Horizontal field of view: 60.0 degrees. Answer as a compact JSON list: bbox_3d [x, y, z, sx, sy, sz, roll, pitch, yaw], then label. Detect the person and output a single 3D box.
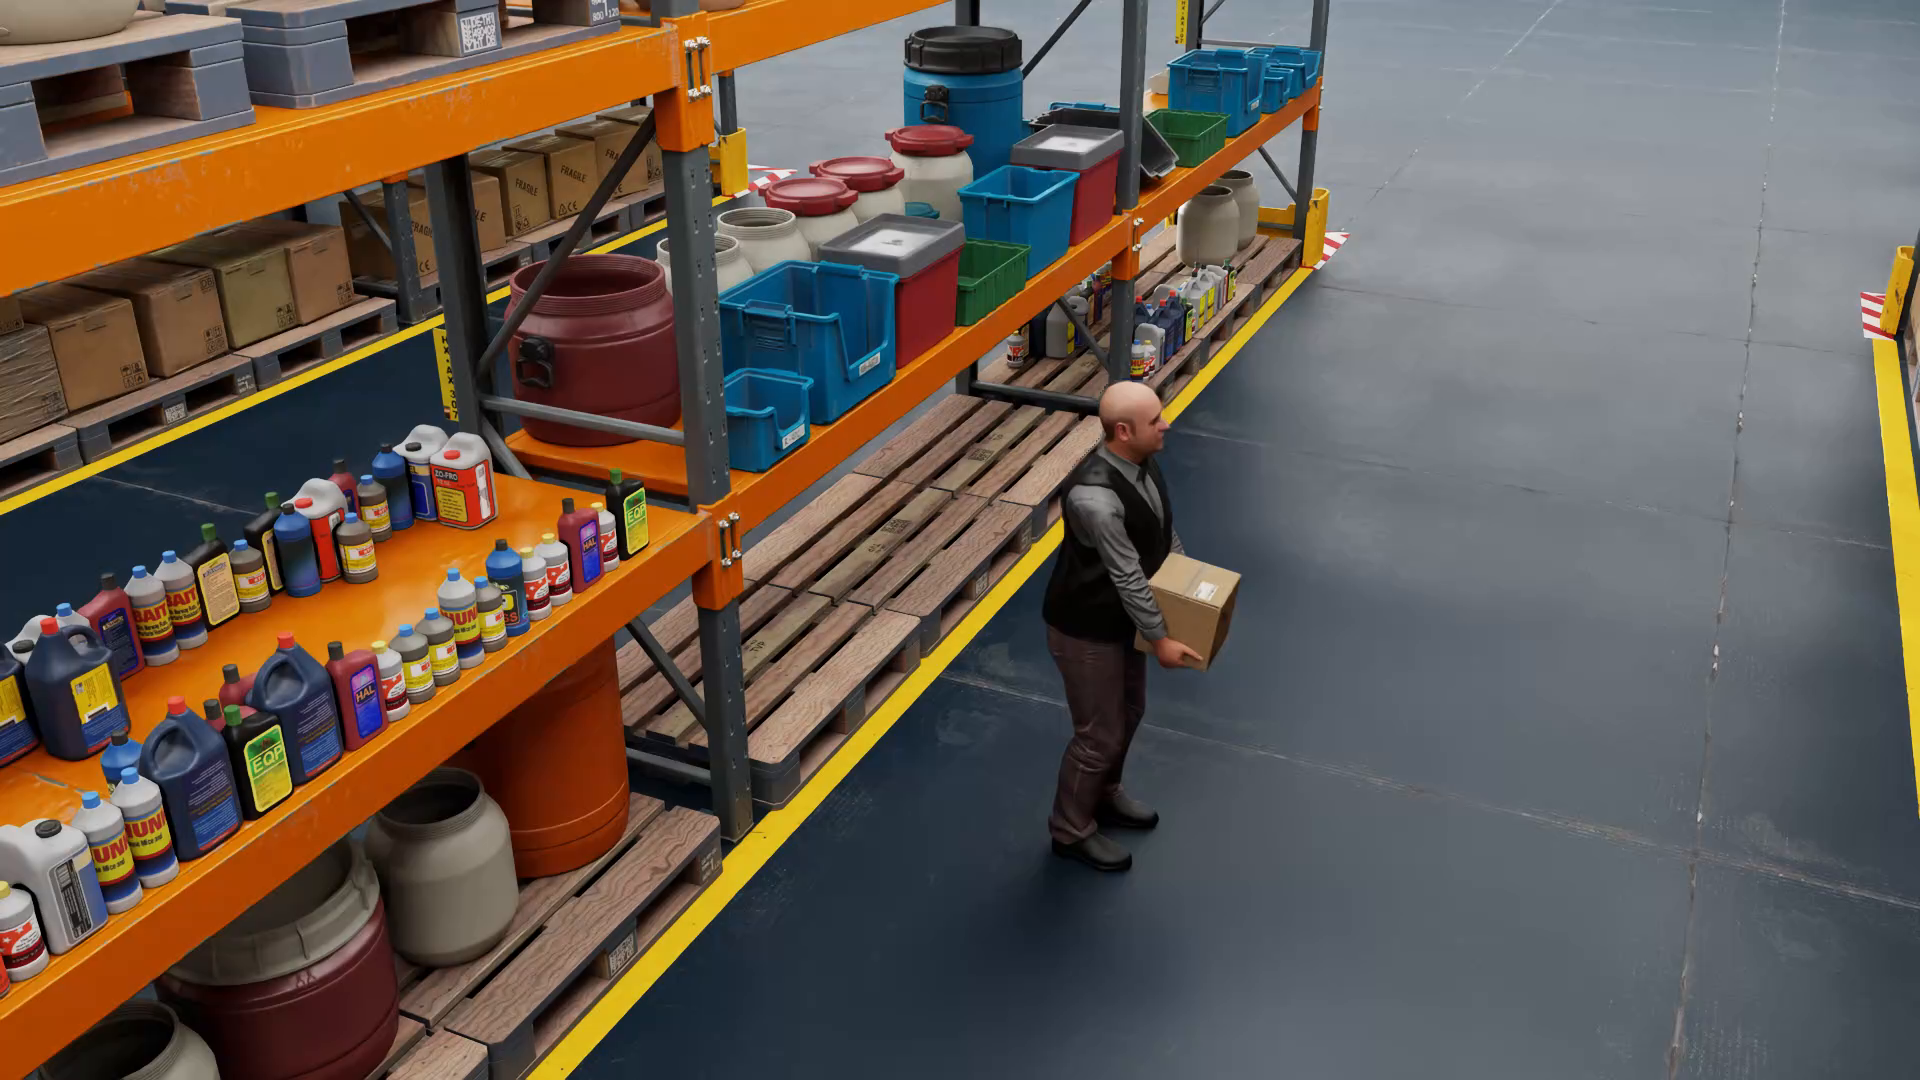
[{"bbox_3d":[0.575,0.292,5.550,0.567,1.719,0.493,11,28,21],"label":"person"}]
